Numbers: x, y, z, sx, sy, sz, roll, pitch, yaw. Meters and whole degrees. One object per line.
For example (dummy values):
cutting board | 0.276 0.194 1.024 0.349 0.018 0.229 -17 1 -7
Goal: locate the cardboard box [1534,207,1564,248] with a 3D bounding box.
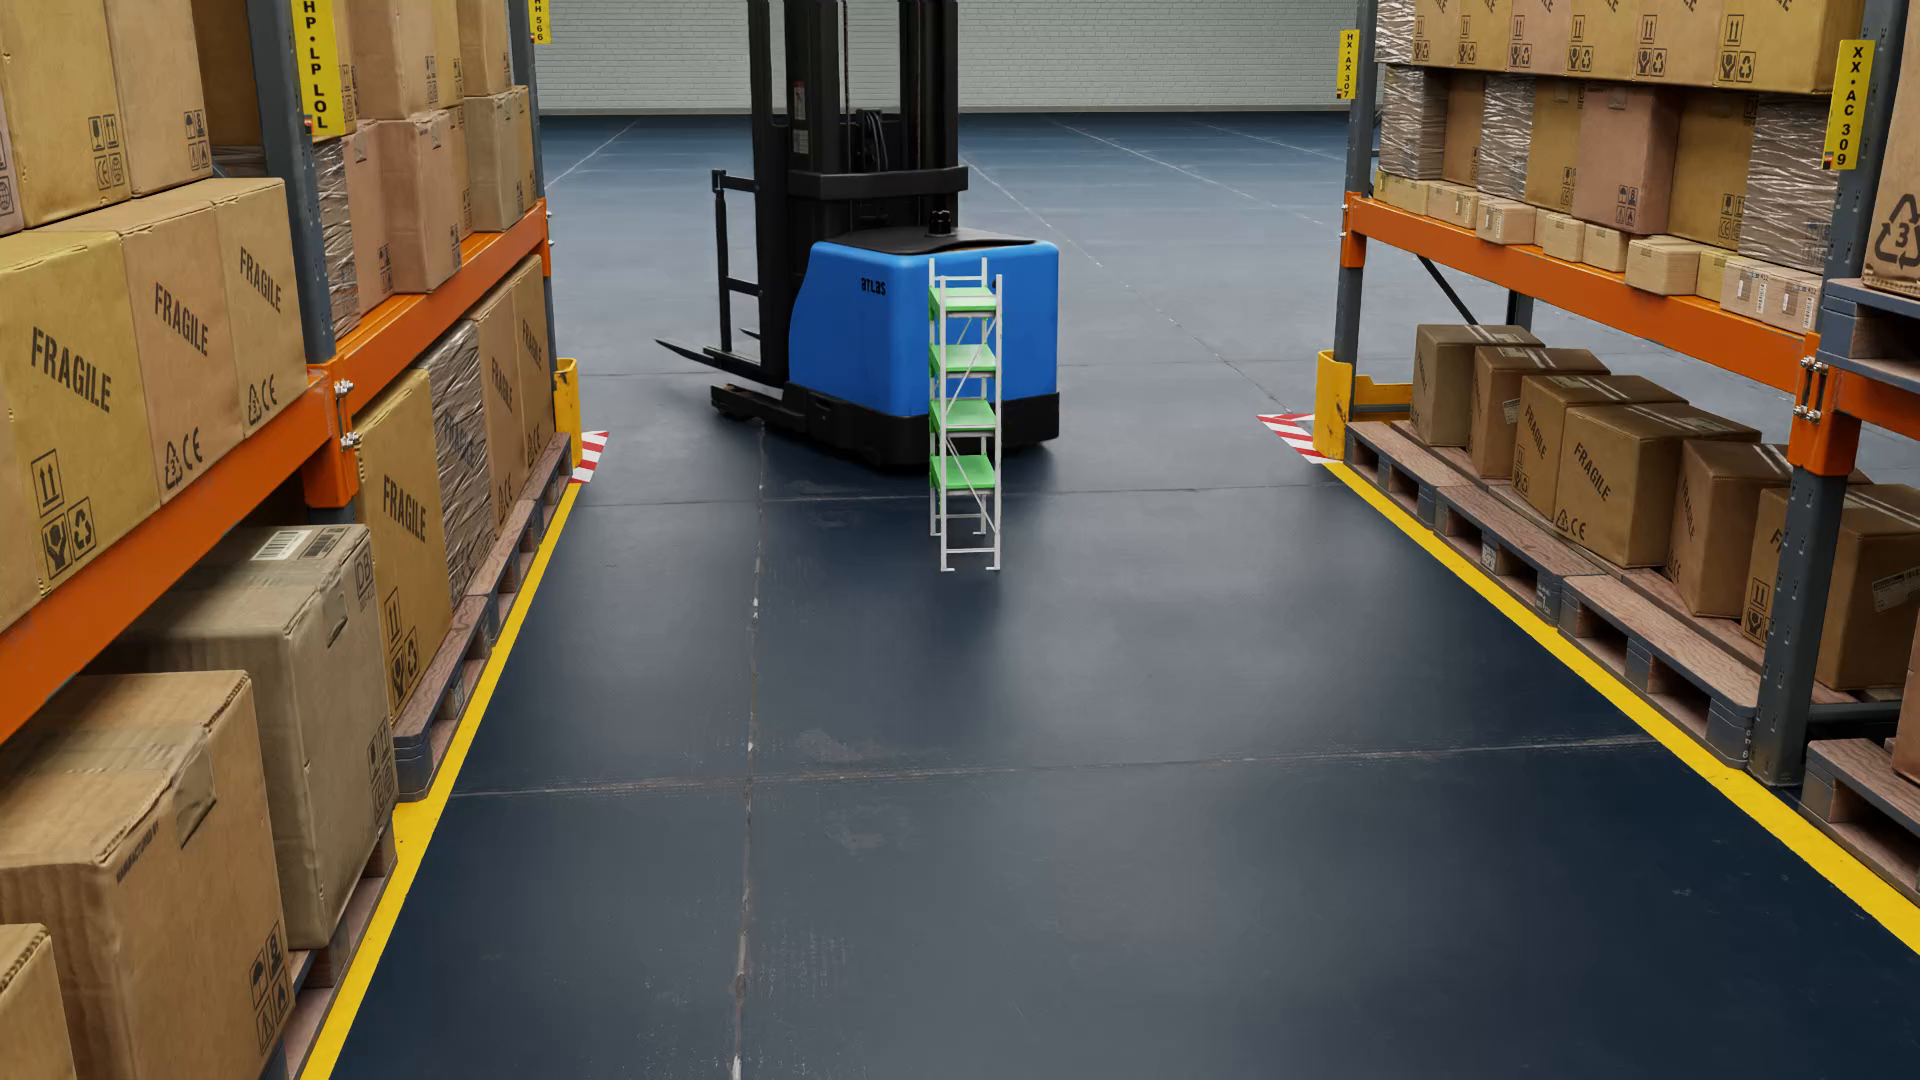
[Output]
cardboard box | 2.446 -1.195 6.394 0.380 0.149 0.250 -2 18 -6

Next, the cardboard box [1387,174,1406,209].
cardboard box | 2.237 -1.640 7.812 0.380 0.149 0.250 -2 18 -6

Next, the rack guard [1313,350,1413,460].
rack guard | 2.445 -0.712 8.610 1.175 0.500 0.348 -2 18 -6

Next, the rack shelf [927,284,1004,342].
rack shelf | 0.017 -0.920 6.716 0.258 0.148 0.480 -2 18 -6

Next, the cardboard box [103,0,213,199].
cardboard box | -2.037 -0.989 3.484 0.700 0.500 0.500 -2 18 -7

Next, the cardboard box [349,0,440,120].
cardboard box | -2.189 -1.635 5.325 0.875 0.550 0.550 -2 18 -6

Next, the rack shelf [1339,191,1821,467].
rack shelf | 2.644 -0.988 6.517 1.077 0.370 4.000 -2 18 -6

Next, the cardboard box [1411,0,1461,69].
cardboard box | 2.268 -2.272 7.074 0.500 0.500 0.500 -2 18 -6

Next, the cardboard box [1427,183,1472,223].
cardboard box | 2.294 -1.491 7.338 0.380 0.149 0.250 -2 18 -6

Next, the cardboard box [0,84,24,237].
cardboard box | -1.930 -0.685 2.516 0.700 0.500 0.500 -2 18 -5

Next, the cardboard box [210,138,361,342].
cardboard box | -2.144 -0.793 4.446 0.875 0.550 0.550 -2 18 -6

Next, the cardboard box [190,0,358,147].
cardboard box | -2.098 -1.310 4.289 0.875 0.550 0.550 -2 18 -6

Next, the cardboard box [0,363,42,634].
cardboard box | -1.615 -0.060 2.195 0.500 0.500 0.500 -2 18 -6

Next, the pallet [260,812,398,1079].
pallet | -1.939 0.946 3.812 1.003 0.211 1.213 -2 18 -6

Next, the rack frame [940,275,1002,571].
rack frame | 0.042 -0.450 6.609 0.240 1.200 0.015 -2 18 -6

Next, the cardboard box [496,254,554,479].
cardboard box | -2.371 -0.791 7.534 0.875 0.875 0.875 -2 18 -5

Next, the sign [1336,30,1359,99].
sign | 1.898 -2.323 8.124 0.100 0.325 0.005 -2 18 -6

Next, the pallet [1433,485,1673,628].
pallet | 2.617 0.032 6.723 1.003 0.211 1.213 -2 18 -6

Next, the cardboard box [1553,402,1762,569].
cardboard box | 2.640 -0.216 6.331 0.500 0.500 0.500 -3 18 -11

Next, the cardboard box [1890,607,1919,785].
cardboard box | 2.892 0.431 4.235 0.700 0.500 0.500 -3 18 -10

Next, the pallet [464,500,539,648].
pallet | -2.223 0.125 6.427 1.003 0.211 1.213 -2 18 -6

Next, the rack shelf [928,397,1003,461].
rack shelf | 0.017 -0.462 6.859 0.258 0.148 0.480 -2 18 -6

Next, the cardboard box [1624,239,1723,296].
cardboard box | 2.417 -0.893 5.432 0.380 0.149 0.250 -2 18 -6

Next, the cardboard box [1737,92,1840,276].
cardboard box | 2.865 -1.061 4.885 0.875 0.500 0.500 -2 18 -6

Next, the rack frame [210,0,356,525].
rack frame | -2.094 -0.612 4.119 1.000 3.000 0.127 -2 18 -6

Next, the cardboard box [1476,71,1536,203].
cardboard box | 2.647 -1.656 6.782 0.875 0.500 0.500 -2 18 -6

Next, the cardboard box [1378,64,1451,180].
cardboard box | 2.467 -1.952 7.723 0.875 0.500 0.500 -2 18 -6

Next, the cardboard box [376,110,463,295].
cardboard box | -2.162 -1.121 5.490 0.875 0.550 0.550 -2 18 -6

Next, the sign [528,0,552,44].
sign | -1.965 -2.482 7.747 0.100 0.325 0.005 -2 18 -6

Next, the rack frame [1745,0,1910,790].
rack frame | 2.850 -0.735 4.511 1.000 3.000 0.127 -2 18 -6

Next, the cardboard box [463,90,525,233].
cardboard box | -2.345 -1.603 7.025 0.875 0.550 0.550 -2 18 -6

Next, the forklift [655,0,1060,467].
forklift | -0.758 -2.141 9.103 1.130 2.935 3.031 -12 21 -34

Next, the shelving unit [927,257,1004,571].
shelving unit | 0.017 -0.523 6.840 0.258 1.200 0.503 -2 18 -6

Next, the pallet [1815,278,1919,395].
pallet | 2.784 -0.412 3.801 1.003 0.211 1.213 -2 18 -6

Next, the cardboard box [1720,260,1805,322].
cardboard box | 2.519 -0.745 4.962 0.380 0.149 0.250 -2 18 -6

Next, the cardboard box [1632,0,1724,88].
cardboard box | 2.477 -1.676 5.177 0.500 0.500 0.500 -2 18 -6

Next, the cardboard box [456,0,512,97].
cardboard box | -2.358 -2.118 6.862 0.875 0.550 0.550 -2 18 -6

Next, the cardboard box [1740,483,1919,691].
cardboard box | 2.849 0.137 5.207 0.500 0.500 0.500 -2 18 -7

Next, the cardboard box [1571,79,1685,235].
cardboard box | 2.697 -1.357 5.828 0.875 0.500 0.500 -2 18 -6

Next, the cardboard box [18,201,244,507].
cardboard box | -1.722 -0.362 3.156 0.500 0.500 0.500 -2 18 -6

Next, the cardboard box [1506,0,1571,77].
cardboard box | 2.378 -1.975 6.126 0.500 0.500 0.500 -2 18 -6

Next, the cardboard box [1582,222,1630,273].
cardboard box | 2.456 -1.044 5.915 0.380 0.149 0.250 -2 18 -6

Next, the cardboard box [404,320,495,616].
cardboard box | -2.186 -0.257 5.833 0.875 0.875 0.875 -2 18 -5

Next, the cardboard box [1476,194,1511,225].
cardboard box | 2.365 -1.343 6.866 0.380 0.149 0.250 -2 18 -6

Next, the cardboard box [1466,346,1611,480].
cardboard box | 2.581 -0.571 7.461 0.500 0.500 0.500 3 18 9

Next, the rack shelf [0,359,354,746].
rack shelf | -1.887 0.327 2.329 1.077 0.370 4.000 -2 18 -6

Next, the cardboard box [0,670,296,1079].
cardboard box | -1.845 0.730 2.897 1.050 0.750 0.750 -2 18 -6
